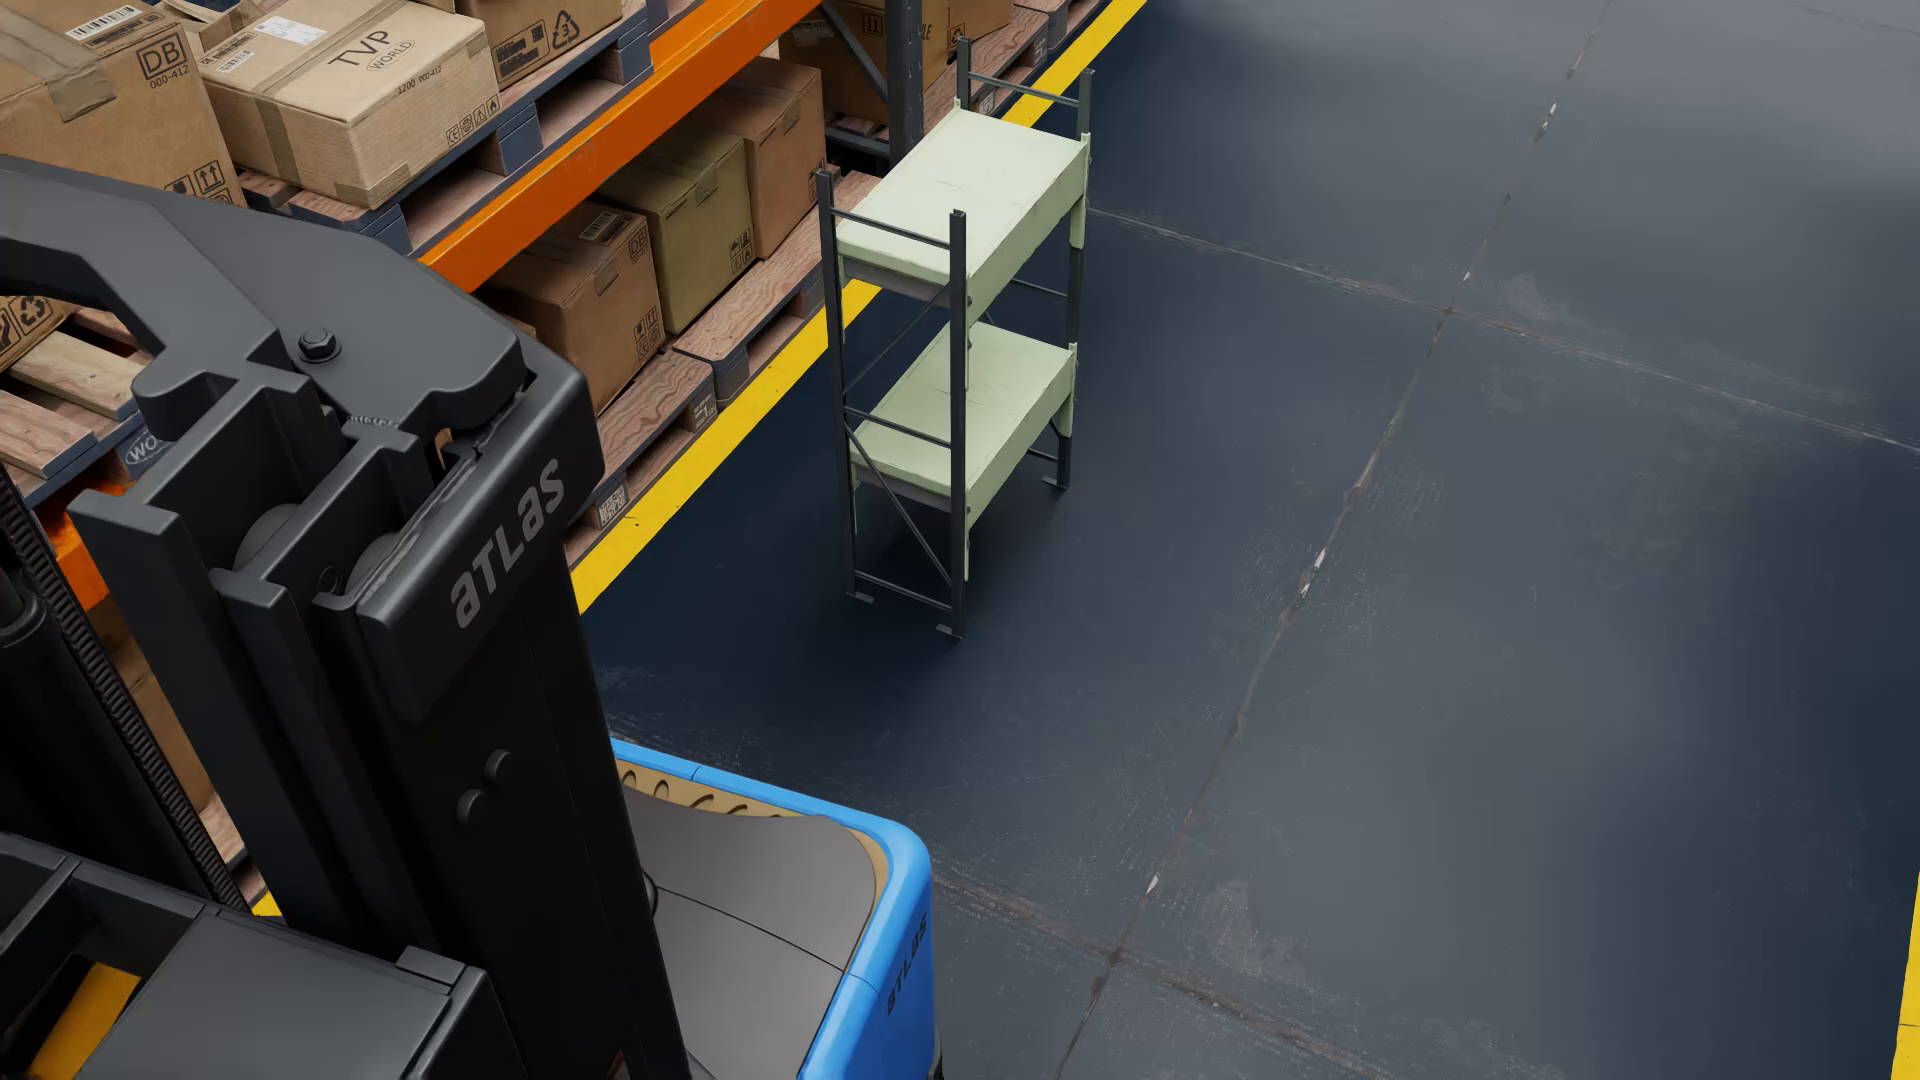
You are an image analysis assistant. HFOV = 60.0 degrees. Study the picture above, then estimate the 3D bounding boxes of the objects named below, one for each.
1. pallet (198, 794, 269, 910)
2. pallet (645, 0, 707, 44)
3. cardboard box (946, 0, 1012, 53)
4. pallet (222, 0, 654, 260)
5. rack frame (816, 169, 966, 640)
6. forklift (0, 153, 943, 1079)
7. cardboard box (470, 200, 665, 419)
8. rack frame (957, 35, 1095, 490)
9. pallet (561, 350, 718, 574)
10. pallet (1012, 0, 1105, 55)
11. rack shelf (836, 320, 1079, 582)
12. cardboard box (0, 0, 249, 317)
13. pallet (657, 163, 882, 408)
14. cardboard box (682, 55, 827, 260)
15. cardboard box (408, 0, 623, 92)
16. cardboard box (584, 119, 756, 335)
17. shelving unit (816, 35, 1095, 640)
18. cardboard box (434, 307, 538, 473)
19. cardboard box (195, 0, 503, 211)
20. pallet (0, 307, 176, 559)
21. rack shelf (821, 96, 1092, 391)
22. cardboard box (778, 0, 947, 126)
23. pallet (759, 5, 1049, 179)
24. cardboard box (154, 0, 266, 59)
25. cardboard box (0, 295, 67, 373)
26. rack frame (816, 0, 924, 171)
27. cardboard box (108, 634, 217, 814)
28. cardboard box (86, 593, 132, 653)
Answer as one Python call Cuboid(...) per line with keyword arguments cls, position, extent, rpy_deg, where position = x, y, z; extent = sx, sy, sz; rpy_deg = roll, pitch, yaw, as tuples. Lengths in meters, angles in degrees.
Cuboid(cls="pallet", position=(-2.099, 0.474, 4.633), extent=(1.003, 0.211, 1.213), rpy_deg=(20, 49, 19))
Cuboid(cls="pallet", position=(-1.090, -2.033, 5.285), extent=(1.003, 0.211, 1.213), rpy_deg=(20, 49, 19))
Cuboid(cls="cardboard box", position=(-0.126, -2.405, 6.980), extent=(0.500, 0.500, 0.500), rpy_deg=(-34, 55, -29))
Cuboid(cls="pallet", position=(-1.581, -1.207, 4.469), extent=(1.003, 0.211, 1.213), rpy_deg=(20, 49, 19))
Cuboid(cls="rack frame", position=(-0.167, -0.301, 4.493), extent=(0.400, 1.500, 0.023), rpy_deg=(20, 49, 19))
Cuboid(cls="forklift", position=(-1.008, 1.161, 2.042), extent=(1.130, 2.935, 3.031), rpy_deg=(14, 47, 13))
Cuboid(cls="cardboard box", position=(-1.408, -0.783, 5.363), extent=(0.700, 0.500, 0.500), rpy_deg=(17, 48, 16))
Cuboid(cls="rack frame", position=(0.173, -0.762, 4.949), extent=(0.400, 1.500, 0.023), rpy_deg=(20, 49, 19))
Cuboid(cls="pallet", position=(-1.532, -0.291, 5.389), extent=(1.003, 0.211, 1.213), rpy_deg=(20, 49, 19))
Cuboid(cls="pallet", position=(0.239, -2.760, 7.829), extent=(1.003, 0.211, 1.213), rpy_deg=(20, 49, 19))
Cuboid(cls="rack shelf", position=(0.003, -0.302, 4.953), extent=(0.431, 0.370, 0.720), rpy_deg=(20, 49, 19))
Cuboid(cls="cardboard box", position=(-2.078, -0.935, 3.699), extent=(0.700, 0.500, 0.500), rpy_deg=(28, 51, 25))
Cuboid(cls="pallet", position=(-0.967, -1.063, 6.152), extent=(1.003, 0.211, 1.213), rpy_deg=(20, 49, 19))
Cuboid(cls="cardboard box", position=(-0.911, -1.430, 6.003), extent=(0.700, 0.500, 0.500), rpy_deg=(17, 48, 16))
Cuboid(cls="cardboard box", position=(-1.330, -1.595, 4.350), extent=(0.797, 0.503, 0.637), rpy_deg=(25, 51, 23))
Cuboid(cls="cardboard box", position=(-1.149, -1.136, 5.712), extent=(0.700, 0.500, 0.500), rpy_deg=(20, 49, 19))
Cuboid(cls="shelving unit", position=(0.003, -0.531, 4.721), extent=(0.431, 1.500, 0.755), rpy_deg=(20, 49, 19))
Cuboid(cls="cardboard box", position=(-1.667, -0.432, 5.016), extent=(0.700, 0.500, 0.500), rpy_deg=(24, 50, 22))
Cuboid(cls="cardboard box", position=(-1.482, -1.089, 4.027), extent=(0.500, 0.250, 0.500), rpy_deg=(19, 48, 18))
Cuboid(cls="pallet", position=(-2.227, -0.431, 3.702), extent=(1.213, 0.211, 1.003), rpy_deg=(20, 49, 19))
Cuboid(cls="rack shelf", position=(0.003, -0.806, 4.443), extent=(0.431, 0.370, 0.720), rpy_deg=(20, 49, 19))
Cuboid(cls="cardboard box", position=(-0.386, -2.042, 6.621), extent=(0.500, 0.500, 0.500), rpy_deg=(19, 48, 18))
Cuboid(cls="pallet", position=(-0.326, -1.988, 7.067), extent=(1.003, 0.211, 1.213), rpy_deg=(20, 49, 19))
Cuboid(cls="cardboard box", position=(-1.929, -1.254, 4.180), extent=(0.396, 0.266, 0.258), rpy_deg=(19, 48, 18))
Cuboid(cls="cardboard box", position=(-2.248, -0.550, 3.319), extent=(0.500, 0.500, 0.500), rpy_deg=(15, 47, 14))
Cuboid(cls="rack frame", position=(-0.607, -2.534, 5.645), extent=(1.000, 3.000, 0.127), rpy_deg=(20, 49, 19))
Cuboid(cls="cardboard box", position=(-2.170, 0.281, 4.311), extent=(0.700, 0.500, 0.500), rpy_deg=(18, 48, 17))
Cuboid(cls="cardboard box", position=(-2.179, 0.014, 4.048), extent=(0.500, 0.250, 0.500), rpy_deg=(22, 49, 21))
